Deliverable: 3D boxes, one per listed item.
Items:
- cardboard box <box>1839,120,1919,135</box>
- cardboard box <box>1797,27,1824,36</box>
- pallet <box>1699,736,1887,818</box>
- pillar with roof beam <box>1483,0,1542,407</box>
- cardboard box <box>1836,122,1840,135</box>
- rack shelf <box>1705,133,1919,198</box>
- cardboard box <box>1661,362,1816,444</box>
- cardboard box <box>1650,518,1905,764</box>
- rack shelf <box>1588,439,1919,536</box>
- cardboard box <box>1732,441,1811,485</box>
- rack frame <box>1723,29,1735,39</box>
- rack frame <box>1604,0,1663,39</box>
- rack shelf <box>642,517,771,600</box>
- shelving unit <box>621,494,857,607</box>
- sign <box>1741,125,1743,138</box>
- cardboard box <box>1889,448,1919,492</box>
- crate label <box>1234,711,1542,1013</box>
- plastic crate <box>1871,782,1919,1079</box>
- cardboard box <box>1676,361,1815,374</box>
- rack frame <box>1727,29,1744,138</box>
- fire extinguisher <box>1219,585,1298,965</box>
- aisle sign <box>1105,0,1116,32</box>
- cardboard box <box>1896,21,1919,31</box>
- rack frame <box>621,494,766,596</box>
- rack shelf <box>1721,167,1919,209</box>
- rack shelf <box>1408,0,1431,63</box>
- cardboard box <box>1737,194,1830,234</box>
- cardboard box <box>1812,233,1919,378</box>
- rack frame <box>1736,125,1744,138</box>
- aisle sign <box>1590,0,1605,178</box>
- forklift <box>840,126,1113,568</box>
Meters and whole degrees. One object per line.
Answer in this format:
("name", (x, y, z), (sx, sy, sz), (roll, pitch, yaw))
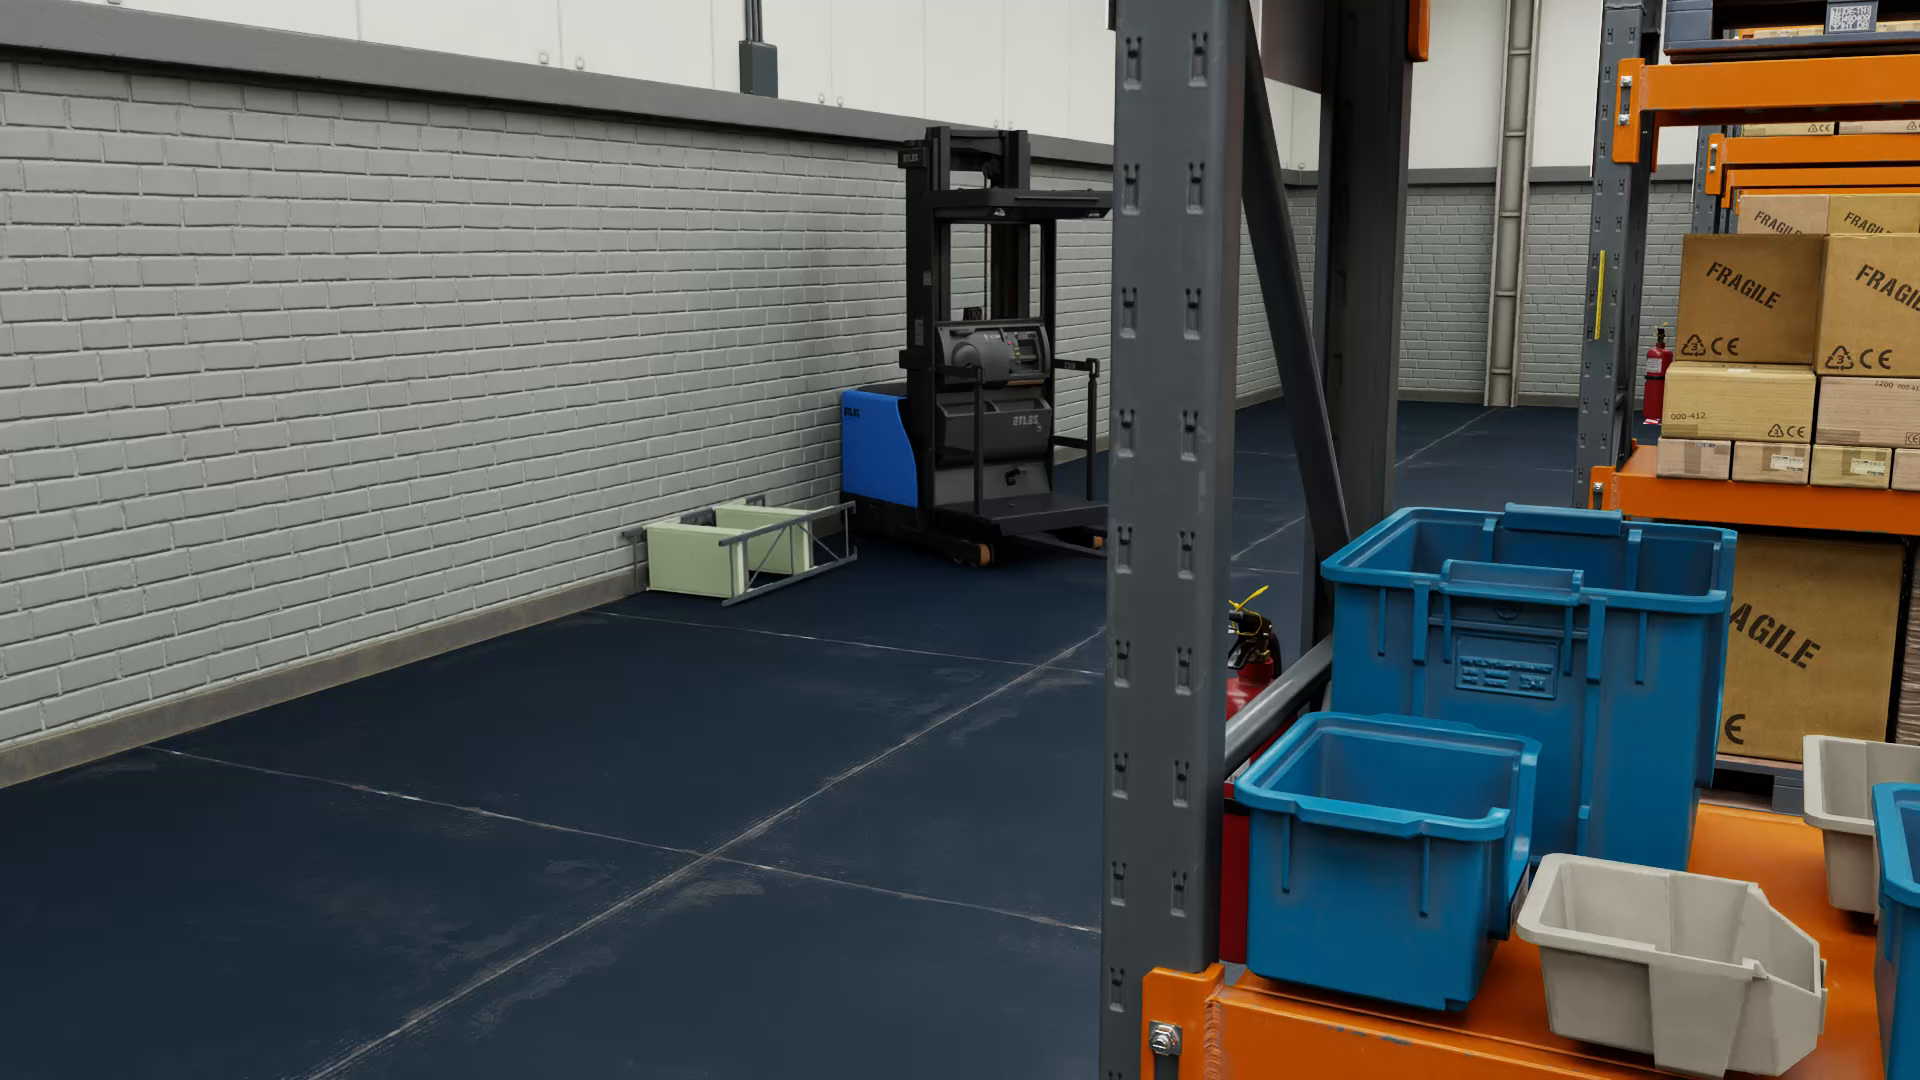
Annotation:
("cardboard box", (5.681, -2.604, 10.192), (0.500, 0.250, 0.500), (5, 12, 28))
("cardboard box", (5.331, -3.079, 10.297), (0.250, 0.149, 0.380), (6, 12, 28))
("pallet", (3.387, 0.887, 6.736), (1.213, 0.211, 1.003), (5, 11, 26))
("pillar with roof beam", (5.289, -5.532, 17.530), (0.400, 9.000, 9.100), (5, 11, 26))
("cardboard box", (5.907, -2.689, 10.666), (0.500, 0.250, 0.500), (5, 11, 26))
("rack shelf", (6.714, -2.284, 10.026), (4.000, 0.370, 1.077), (5, 11, 26))
("cardboard box", (2.947, -0.527, 6.307), (0.500, 0.250, 0.500), (5, 11, 24))
("cardboard box", (3.245, 0.341, 6.711), (0.875, 0.875, 0.875), (5, 11, 26))
("rack shelf", (4.429, -0.024, 5.960), (4.000, 0.370, 1.077), (5, 11, 26))
("cardboard box", (3.039, -0.311, 6.233), (0.250, 0.149, 0.380), (5, 11, 25))
("rack frame", (4.921, -4.272, 10.566), (0.127, 3.000, 1.000), (5, 11, 26))
("rack frame", (2.636, -3.488, 6.233), (0.127, 3.000, 1.000), (5, 11, 26))
("rack shelf", (-1.568, 0.111, 10.357), (0.720, 0.431, 0.370), (5, 13, 28))
("shelving unit", (-1.383, 0.041, 10.694), (0.755, 0.431, 1.500), (5, 13, 28))
("sign", (8.973, -4.731, 19.070), (0.005, 0.325, 0.100), (5, 11, 26))
("cardboard box", (3.503, -0.271, 6.009), (0.250, 0.149, 0.380), (5, 11, 25))
("crate label", (0.520, 0.380, 2.008), (0.303, 0.233, 0.416), (5, 11, 26))
("plastic crate", (1.110, 0.432, 1.721), (0.300, 0.233, 0.416), (5, 11, 26))
("cardboard box", (3.188, -0.612, 6.777), (0.500, 0.250, 0.500), (5, 11, 25))
("rack frame", (7.020, -5.070, 14.978), (0.127, 3.000, 1.000), (5, 11, 26))
("fire extinguisher", (0.510, 0.393, 2.903), (0.183, 0.674, 0.296), (5, 11, 26))
("aisle sign", (0.248, -0.982, 1.934), (0.004, 0.787, 0.394), (5, 11, 26))
("cardboard box", (5.760, -3.027, 10.008), (0.250, 0.149, 0.380), (5, 11, 27))
("rack frame", (-1.706, 0.014, 10.865), (0.023, 0.400, 1.500), (5, 13, 28))
("rack shelf", (8.814, -3.083, 14.438), (4.000, 0.370, 1.077), (5, 11, 26))
("rack shelf", (2.238, -0.709, 1.322), (4.000, 0.370, 1.077), (5, 11, 26))
("cardboard box", (5.206, -1.930, 10.546), (0.500, 0.500, 0.500), (5, 11, 25))
("cardboard box", (3.395, -0.857, 6.022), (0.500, 0.500, 0.500), (5, 11, 24))
("rack frame", (9.213, -5.863, 19.359), (0.127, 3.000, 1.000), (5, 11, 26))
("aisle sign", (2.438, -1.773, 6.302), (0.004, 0.787, 0.394), (5, 11, 26))
("forklift", (0.368, -1.352, 11.471), (1.130, 2.935, 3.031), (-7, 13, -35))
